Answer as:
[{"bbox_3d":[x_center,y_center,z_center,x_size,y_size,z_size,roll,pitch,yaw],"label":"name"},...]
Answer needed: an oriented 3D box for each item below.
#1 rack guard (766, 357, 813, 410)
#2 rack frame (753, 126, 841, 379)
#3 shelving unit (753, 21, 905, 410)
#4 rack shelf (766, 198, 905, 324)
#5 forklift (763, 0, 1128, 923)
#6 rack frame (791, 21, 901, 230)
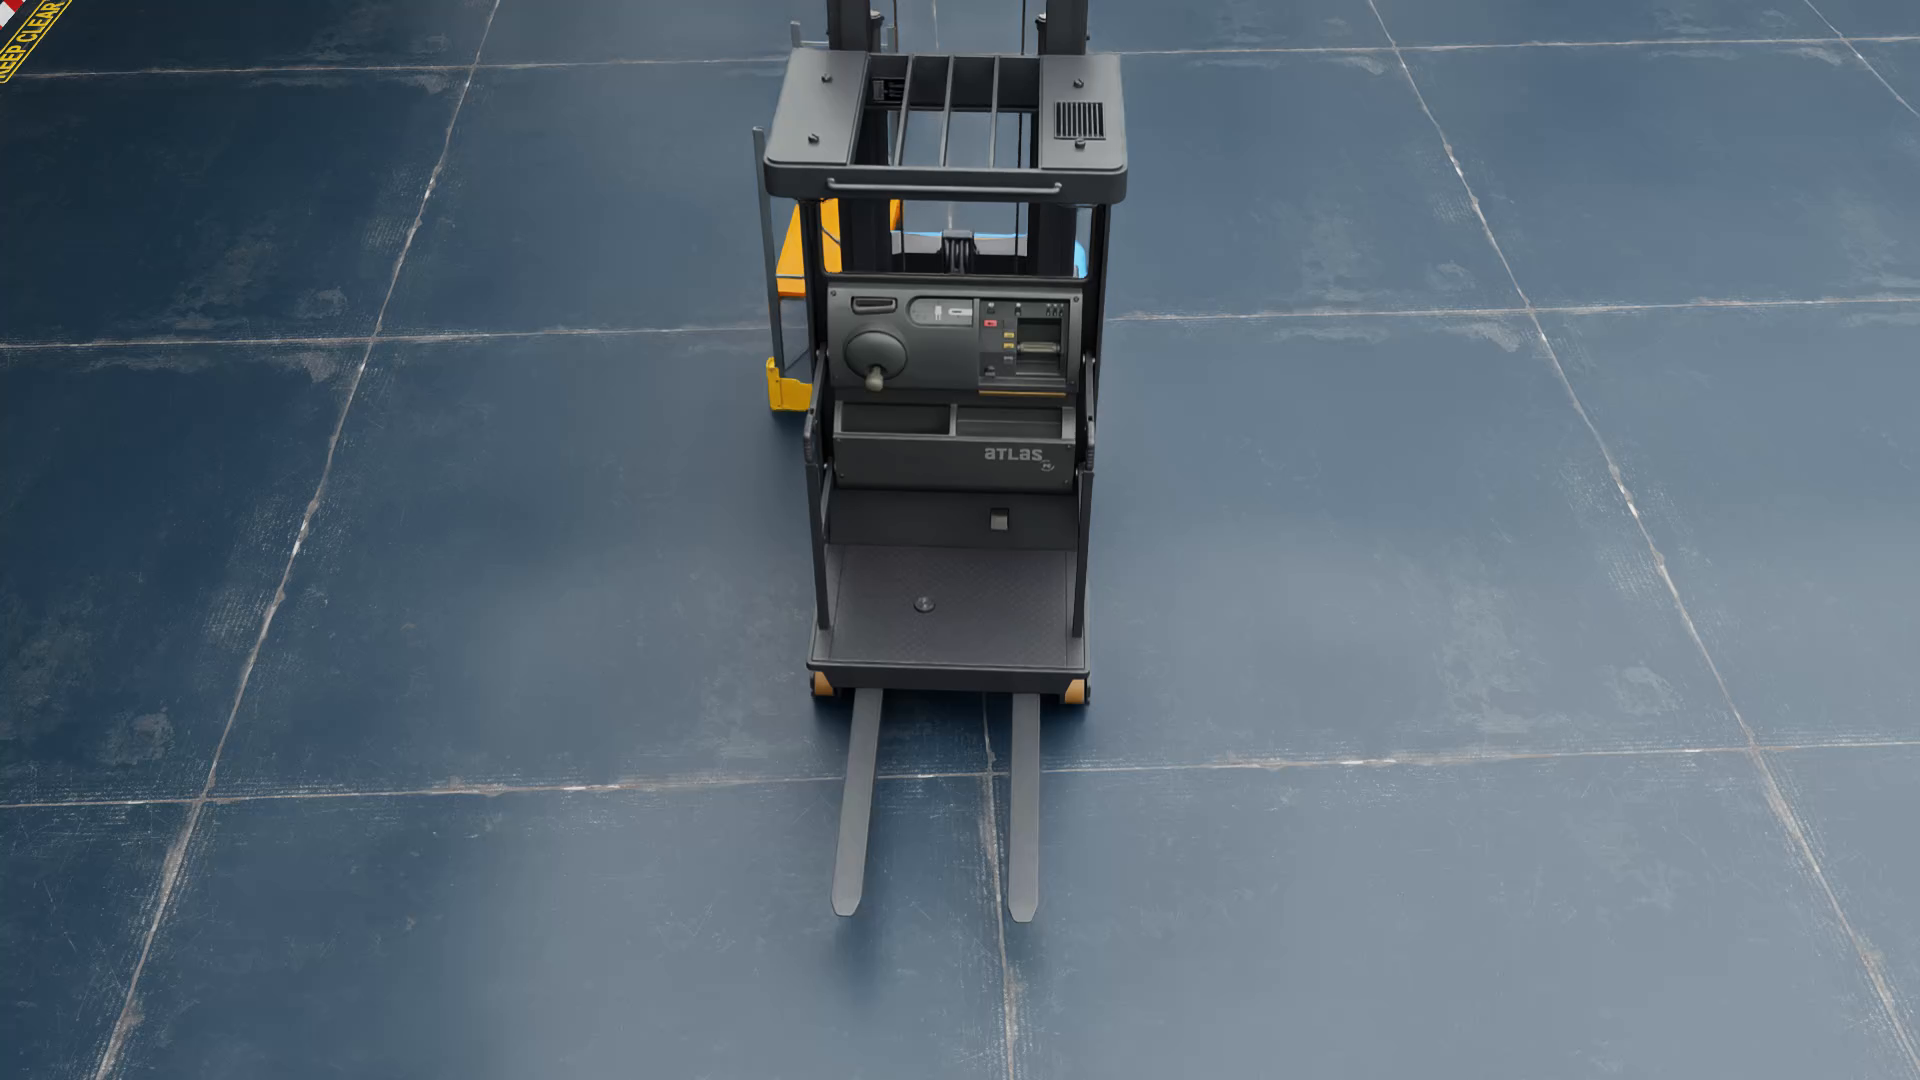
[{"bbox_3d":[-0.631,-0.743,8.026,0.587,0.250,0.087,3,43,4],"label":"rack guard"},{"bbox_3d":[-0.633,-1.191,7.589,0.500,1.500,0.032,3,43,4],"label":"rack frame"},{"bbox_3d":[-0.590,-1.539,7.969,0.587,1.500,1.083,3,43,4],"label":"shelving unit"},{"bbox_3d":[-0.590,-1.401,8.084,0.538,0.185,1.000,3,43,4],"label":"rack shelf"},{"bbox_3d":[-0.027,-0.648,5.938,1.130,2.935,3.031,2,43,2],"label":"forklift"},{"bbox_3d":[-0.548,-1.875,8.336,0.500,1.500,0.032,3,43,4],"label":"rack frame"}]
